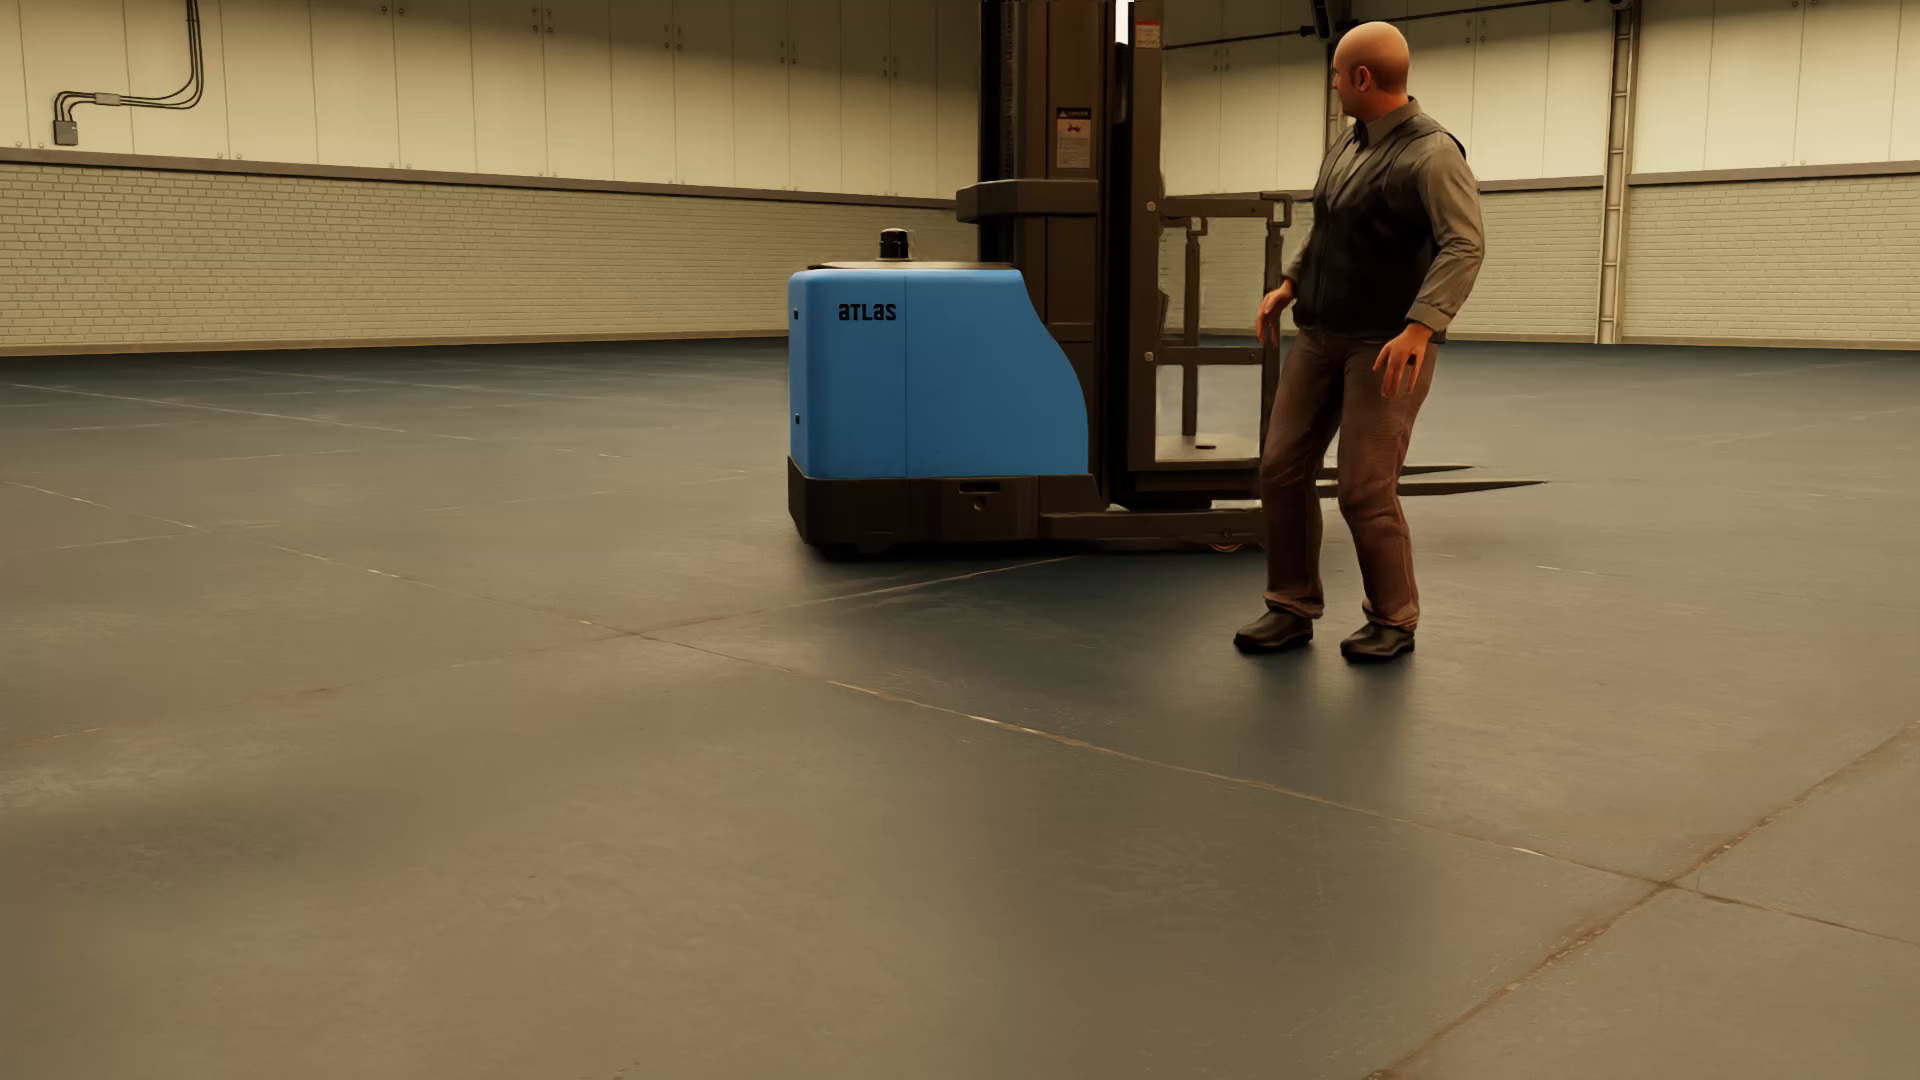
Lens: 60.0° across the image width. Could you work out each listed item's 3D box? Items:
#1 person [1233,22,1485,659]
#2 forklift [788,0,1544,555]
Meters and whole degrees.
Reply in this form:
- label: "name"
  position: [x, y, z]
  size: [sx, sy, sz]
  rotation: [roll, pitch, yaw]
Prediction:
- label: "person"
  position: [1.072, -0.520, 4.498]
  size: [0.511, 1.698, 0.725]
  rotation: [-5, 10, -30]
- label: "forklift"
  position: [0.840, -1.476, 6.677]
  size: [3.031, 2.935, 1.130]
  rotation: [-2, 9, -10]
